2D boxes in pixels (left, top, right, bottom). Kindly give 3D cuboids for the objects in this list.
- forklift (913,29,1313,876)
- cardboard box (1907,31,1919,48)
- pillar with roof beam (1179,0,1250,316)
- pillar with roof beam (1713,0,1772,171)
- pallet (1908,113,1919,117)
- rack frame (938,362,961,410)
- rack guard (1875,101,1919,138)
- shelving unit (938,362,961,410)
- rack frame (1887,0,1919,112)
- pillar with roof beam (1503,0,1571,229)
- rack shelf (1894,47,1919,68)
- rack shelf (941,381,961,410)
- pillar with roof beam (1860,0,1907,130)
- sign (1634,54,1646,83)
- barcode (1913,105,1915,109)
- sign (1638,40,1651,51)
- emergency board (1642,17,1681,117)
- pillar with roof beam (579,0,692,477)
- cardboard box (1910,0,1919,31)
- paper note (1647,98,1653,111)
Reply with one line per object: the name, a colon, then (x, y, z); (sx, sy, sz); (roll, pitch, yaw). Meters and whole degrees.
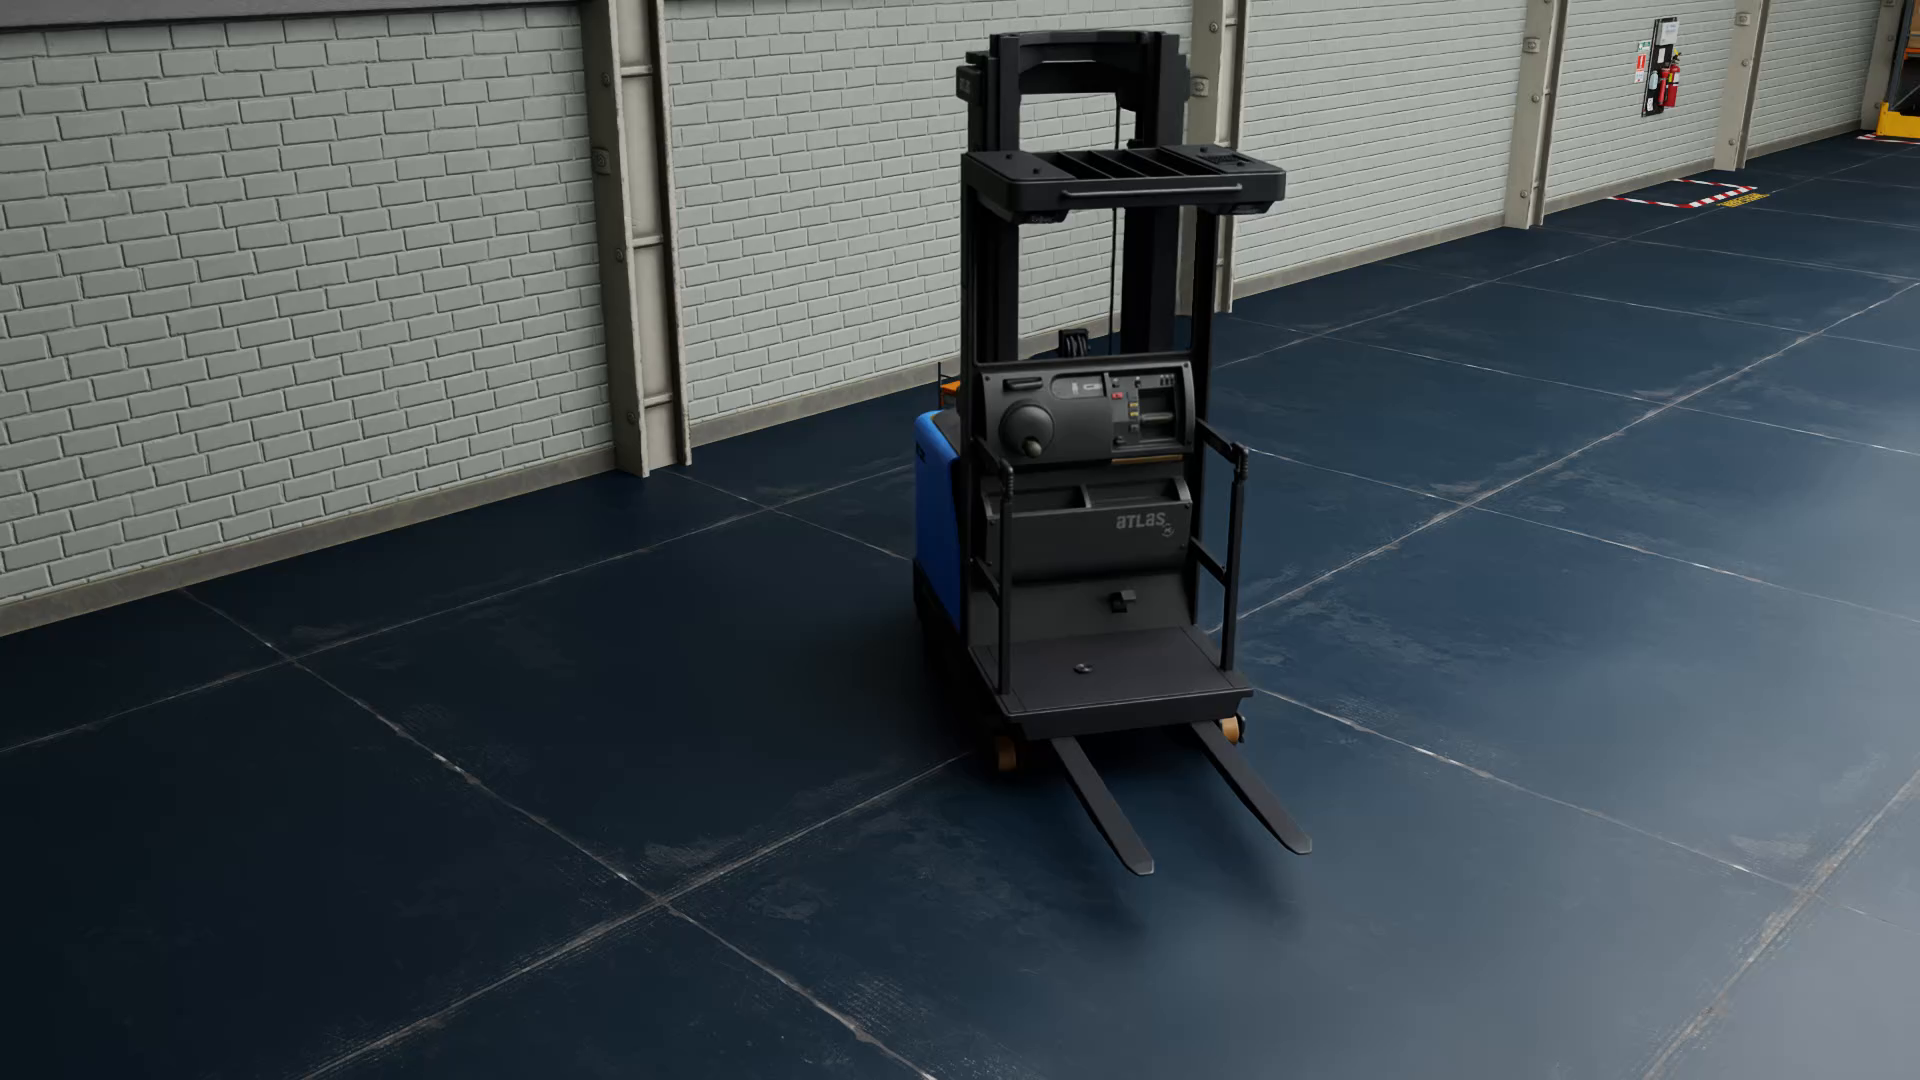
forklift: (0.601, -0.532, 6.875); (1.130, 2.935, 3.031); (-5, 22, -13)
cardboard box: (15.064, -7.768, 25.785); (0.500, 0.250, 0.500); (-20, 28, -41)
pillar with roof beam: (5.273, -5.152, 10.436); (9.100, 9.000, 0.400); (19, 28, 41)
pillar with roof beam: (13.645, -8.237, 18.462); (9.100, 9.000, 0.400); (19, 28, 41)
pallet: (15.522, -6.578, 26.394); (1.003, 0.211, 1.213); (19, 28, 41)
rack frame: (-0.048, -0.472, 9.340); (0.200, 1.050, 0.008); (19, 28, 41)
rack guard: (14.930, -6.513, 25.822); (1.175, 0.500, 0.348); (19, 28, 41)
shelving unit: (0.037, -0.504, 9.422); (0.215, 1.050, 0.252); (19, 28, 41)
rack frame: (14.877, -7.660, 25.323); (1.000, 3.000, 0.127); (19, 28, 41)
pillar with roof beam: (9.459, -6.695, 14.449); (9.100, 9.000, 0.400); (19, 28, 41)
rack shelf: (16.272, -7.838, 26.789); (1.077, 0.370, 4.000); (19, 28, 41)
rack shelf: (0.037, -0.759, 9.324); (0.215, 0.259, 0.240); (19, 28, 41)
pillar with roof beam: (17.830, -9.779, 22.474); (9.100, 9.000, 0.400); (19, 28, 41)
sign: (8.349, -5.789, 20.404); (0.001, 0.329, 0.234); (19, 28, 41)
barcode: (15.150, -6.875, 26.401); (0.001, 0.075, 0.075); (19, 28, 41)
sign: (8.359, -6.035, 20.307); (0.001, 0.109, 0.331); (19, 28, 41)
emergency board: (8.809, -5.888, 20.713); (0.194, 1.169, 0.643); (19, 28, 41)
pillar with roof beam: (1.088, -3.610, 6.424); (9.100, 9.000, 0.400); (19, 28, 41)
cardboard box: (15.054, -8.124, 25.665); (0.500, 0.500, 0.500); (19, 28, 40)
paper note: (8.636, -5.449, 20.798); (0.016, 0.148, 0.142); (19, 28, 41)
